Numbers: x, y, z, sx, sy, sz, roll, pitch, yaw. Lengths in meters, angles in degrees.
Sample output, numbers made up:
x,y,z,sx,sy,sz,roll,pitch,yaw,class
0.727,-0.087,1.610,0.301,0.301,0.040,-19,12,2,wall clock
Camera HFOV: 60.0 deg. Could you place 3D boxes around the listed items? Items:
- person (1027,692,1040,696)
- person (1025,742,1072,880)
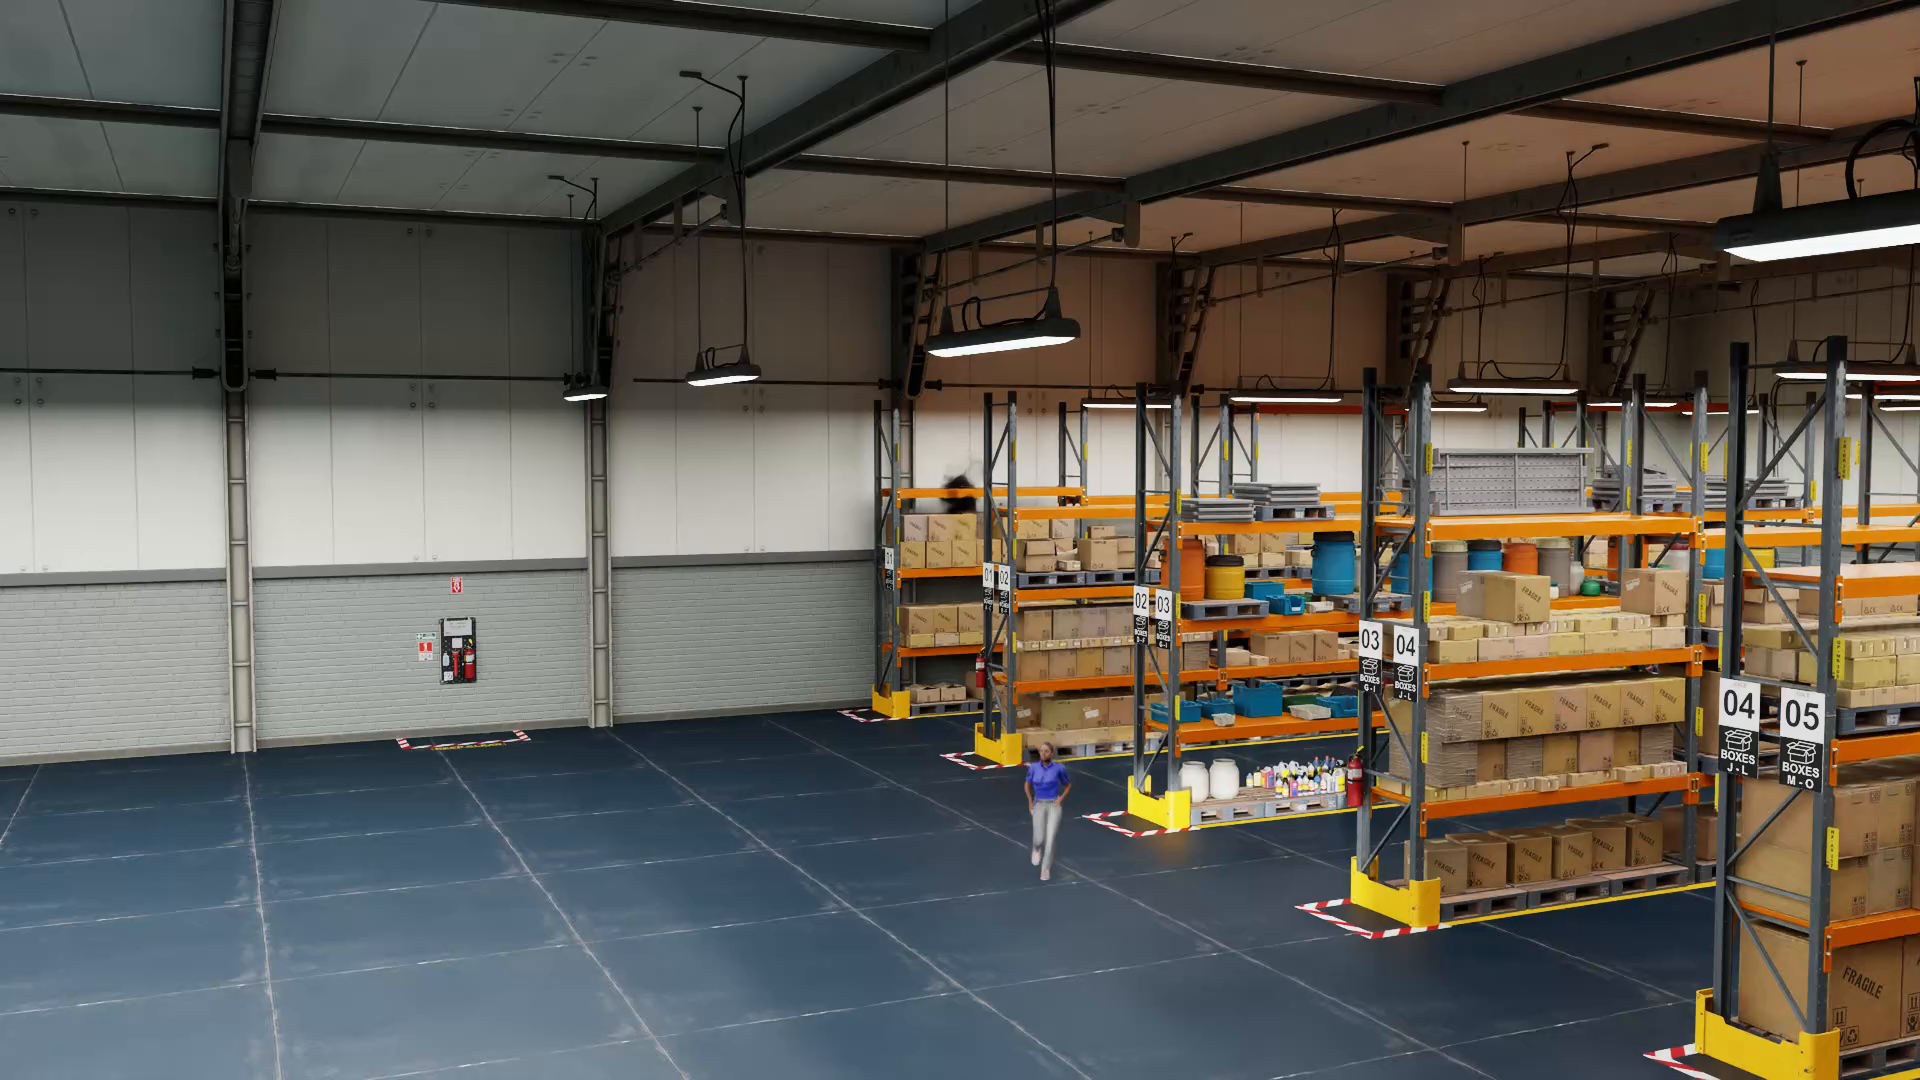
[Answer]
x,y,z,sx,sy,sz,roll,pitch,yaw,class
1.228,2.599,29.272,0.576,1.720,0.698,-3,4,-39,person
1.049,3.217,19.829,0.572,1.617,0.598,0,3,8,person
